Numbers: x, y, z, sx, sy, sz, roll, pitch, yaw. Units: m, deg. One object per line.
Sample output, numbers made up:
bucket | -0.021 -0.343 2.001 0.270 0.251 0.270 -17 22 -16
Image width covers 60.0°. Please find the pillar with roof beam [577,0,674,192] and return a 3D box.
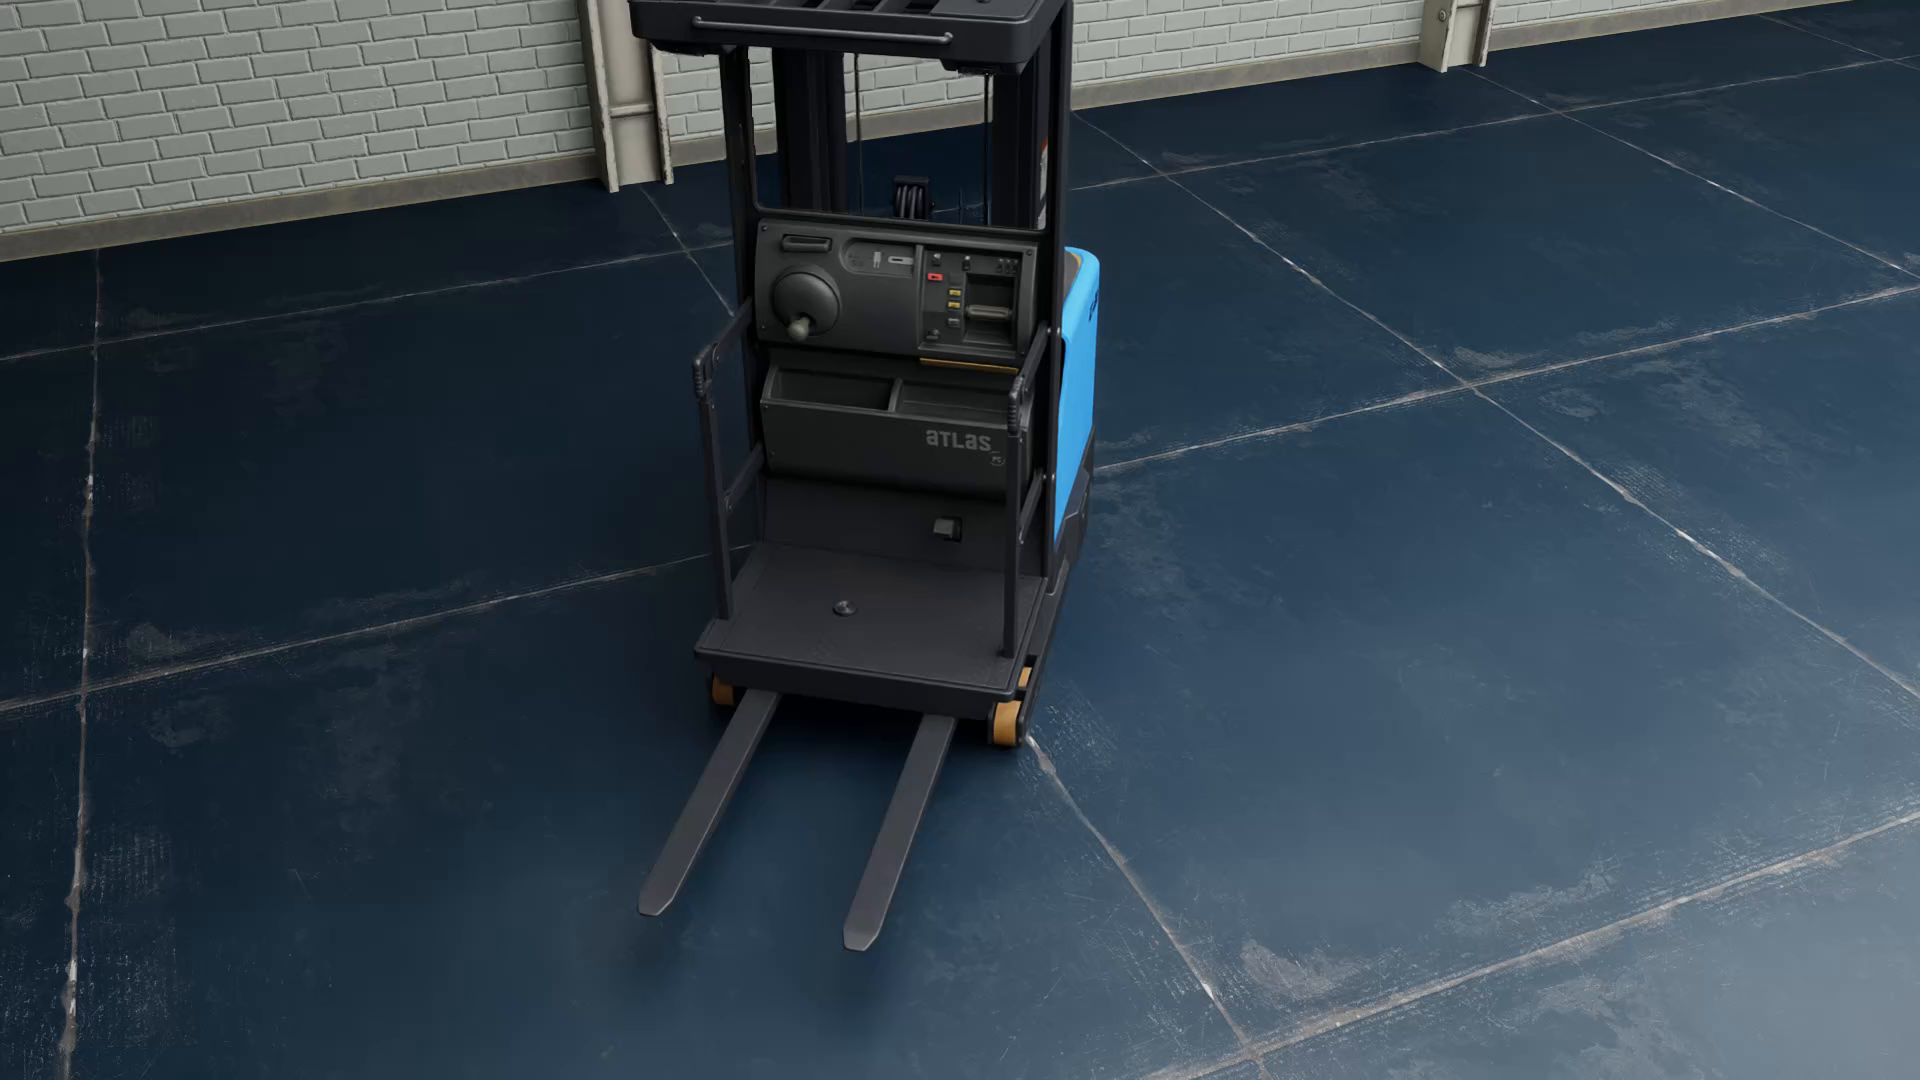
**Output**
pillar with roof beam | -0.306 -3.804 4.345 0.400 9.000 9.100 -13 35 -19

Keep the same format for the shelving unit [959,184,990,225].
shelving unit | 0.137 -0.919 7.062 0.189 1.200 0.258 -17 37 -25

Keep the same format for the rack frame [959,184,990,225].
rack frame | 0.058 -0.894 7.024 0.006 1.200 0.240 -17 37 -25

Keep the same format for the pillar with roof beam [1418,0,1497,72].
pillar with roof beam | 5.226 -5.071 6.292 0.400 9.000 9.100 -13 35 -19

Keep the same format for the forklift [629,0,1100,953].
forklift | -0.259 -0.750 5.215 1.130 2.935 3.031 7 34 11
